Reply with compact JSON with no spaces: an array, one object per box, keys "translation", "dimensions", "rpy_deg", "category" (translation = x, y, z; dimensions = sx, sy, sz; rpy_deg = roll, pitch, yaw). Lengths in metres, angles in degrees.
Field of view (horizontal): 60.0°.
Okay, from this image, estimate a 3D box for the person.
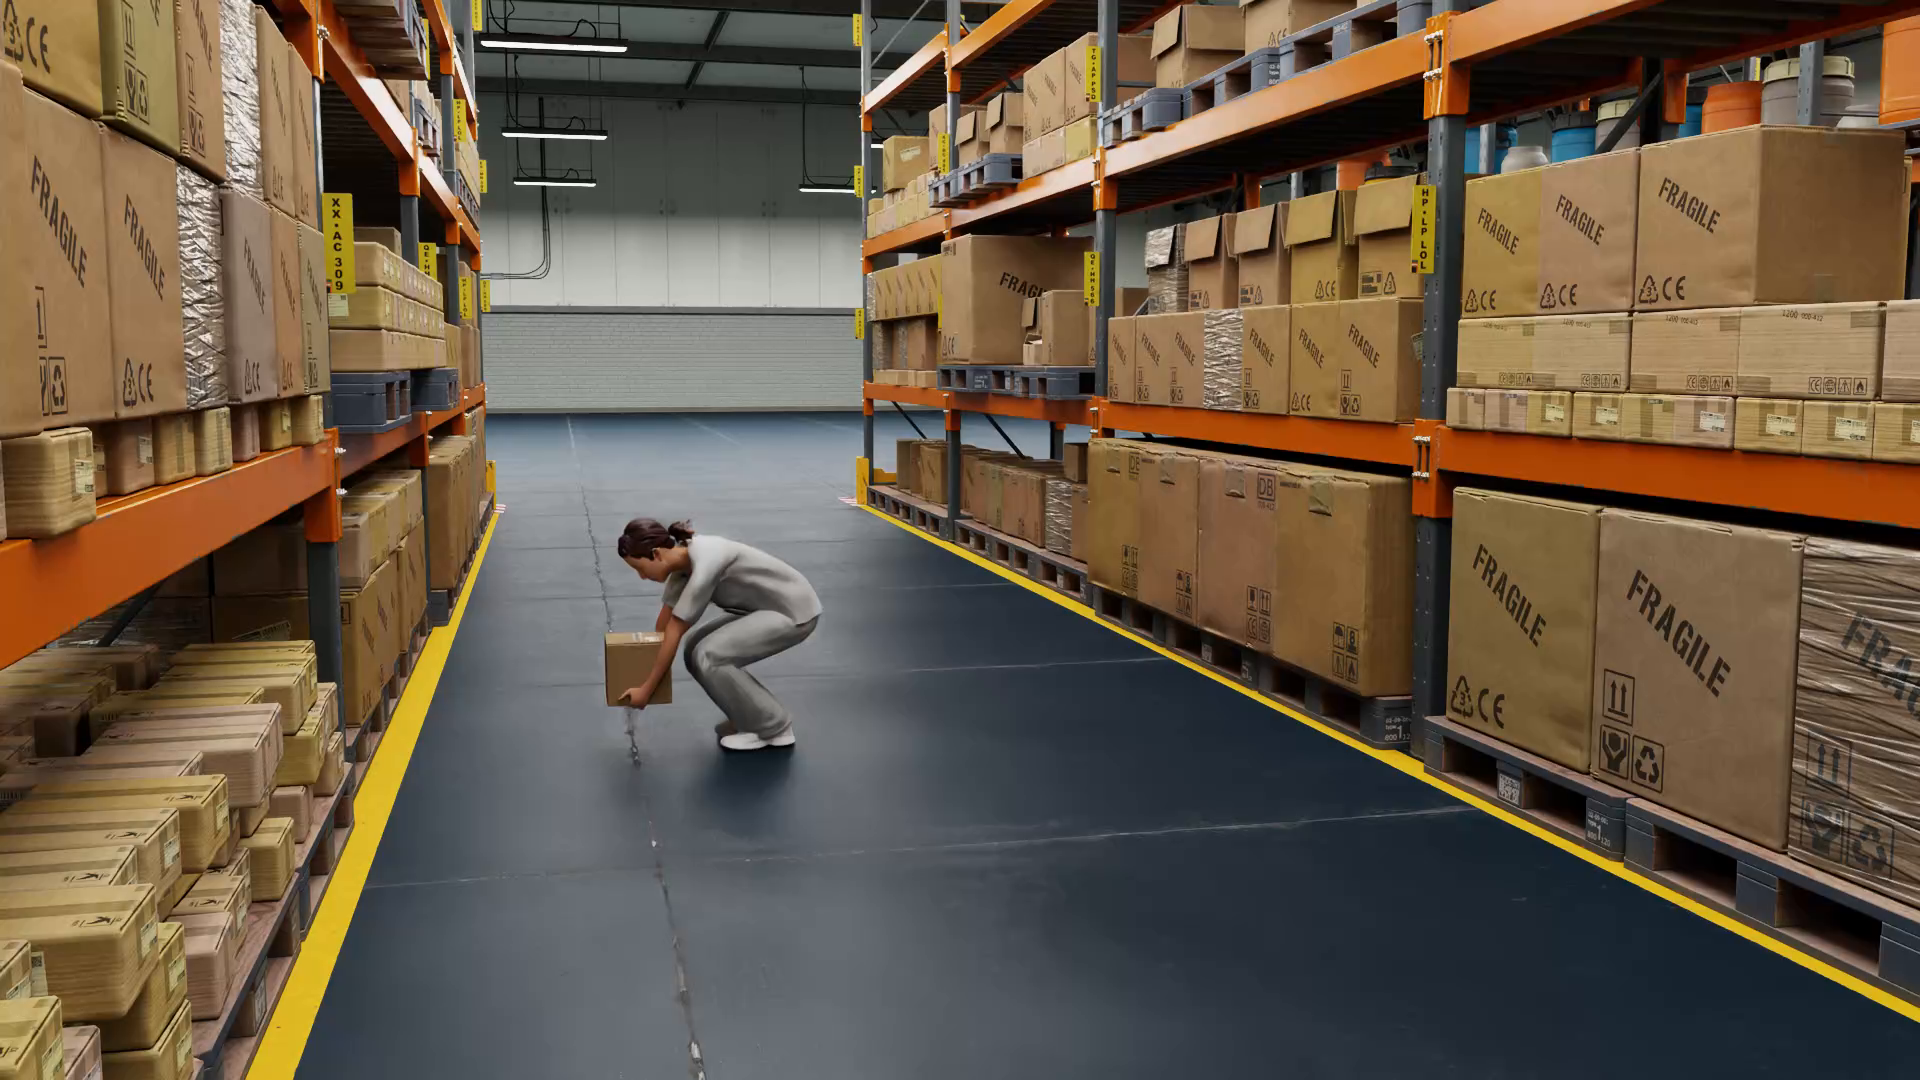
[{"translation":[-0.972,0.366,6.713],"dimensions":[0.830,0.938,0.461],"rpy_deg":[-2,6,-15],"category":"person"}]
